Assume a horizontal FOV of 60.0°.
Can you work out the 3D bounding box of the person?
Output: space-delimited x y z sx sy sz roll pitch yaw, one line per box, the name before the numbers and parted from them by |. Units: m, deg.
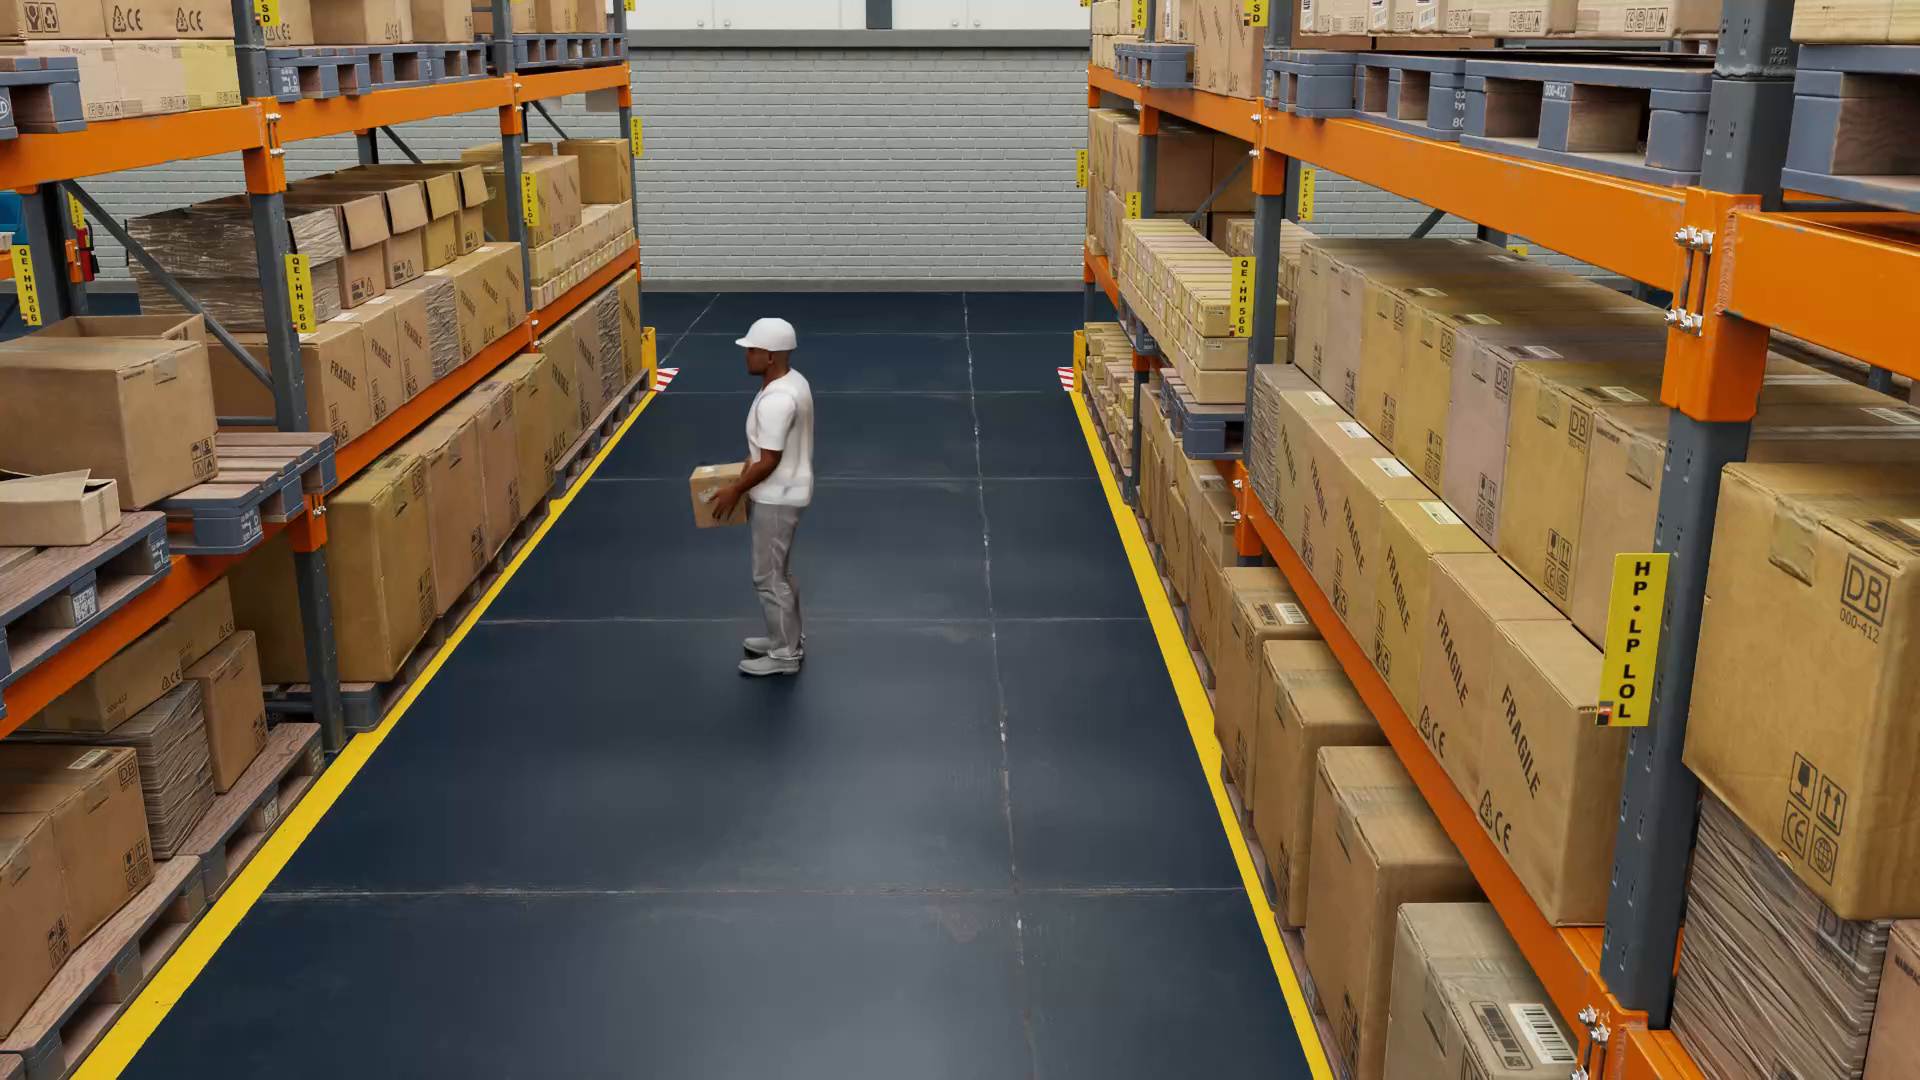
person | -0.966 -0.215 8.204 0.509 1.768 0.562 0 17 -1
